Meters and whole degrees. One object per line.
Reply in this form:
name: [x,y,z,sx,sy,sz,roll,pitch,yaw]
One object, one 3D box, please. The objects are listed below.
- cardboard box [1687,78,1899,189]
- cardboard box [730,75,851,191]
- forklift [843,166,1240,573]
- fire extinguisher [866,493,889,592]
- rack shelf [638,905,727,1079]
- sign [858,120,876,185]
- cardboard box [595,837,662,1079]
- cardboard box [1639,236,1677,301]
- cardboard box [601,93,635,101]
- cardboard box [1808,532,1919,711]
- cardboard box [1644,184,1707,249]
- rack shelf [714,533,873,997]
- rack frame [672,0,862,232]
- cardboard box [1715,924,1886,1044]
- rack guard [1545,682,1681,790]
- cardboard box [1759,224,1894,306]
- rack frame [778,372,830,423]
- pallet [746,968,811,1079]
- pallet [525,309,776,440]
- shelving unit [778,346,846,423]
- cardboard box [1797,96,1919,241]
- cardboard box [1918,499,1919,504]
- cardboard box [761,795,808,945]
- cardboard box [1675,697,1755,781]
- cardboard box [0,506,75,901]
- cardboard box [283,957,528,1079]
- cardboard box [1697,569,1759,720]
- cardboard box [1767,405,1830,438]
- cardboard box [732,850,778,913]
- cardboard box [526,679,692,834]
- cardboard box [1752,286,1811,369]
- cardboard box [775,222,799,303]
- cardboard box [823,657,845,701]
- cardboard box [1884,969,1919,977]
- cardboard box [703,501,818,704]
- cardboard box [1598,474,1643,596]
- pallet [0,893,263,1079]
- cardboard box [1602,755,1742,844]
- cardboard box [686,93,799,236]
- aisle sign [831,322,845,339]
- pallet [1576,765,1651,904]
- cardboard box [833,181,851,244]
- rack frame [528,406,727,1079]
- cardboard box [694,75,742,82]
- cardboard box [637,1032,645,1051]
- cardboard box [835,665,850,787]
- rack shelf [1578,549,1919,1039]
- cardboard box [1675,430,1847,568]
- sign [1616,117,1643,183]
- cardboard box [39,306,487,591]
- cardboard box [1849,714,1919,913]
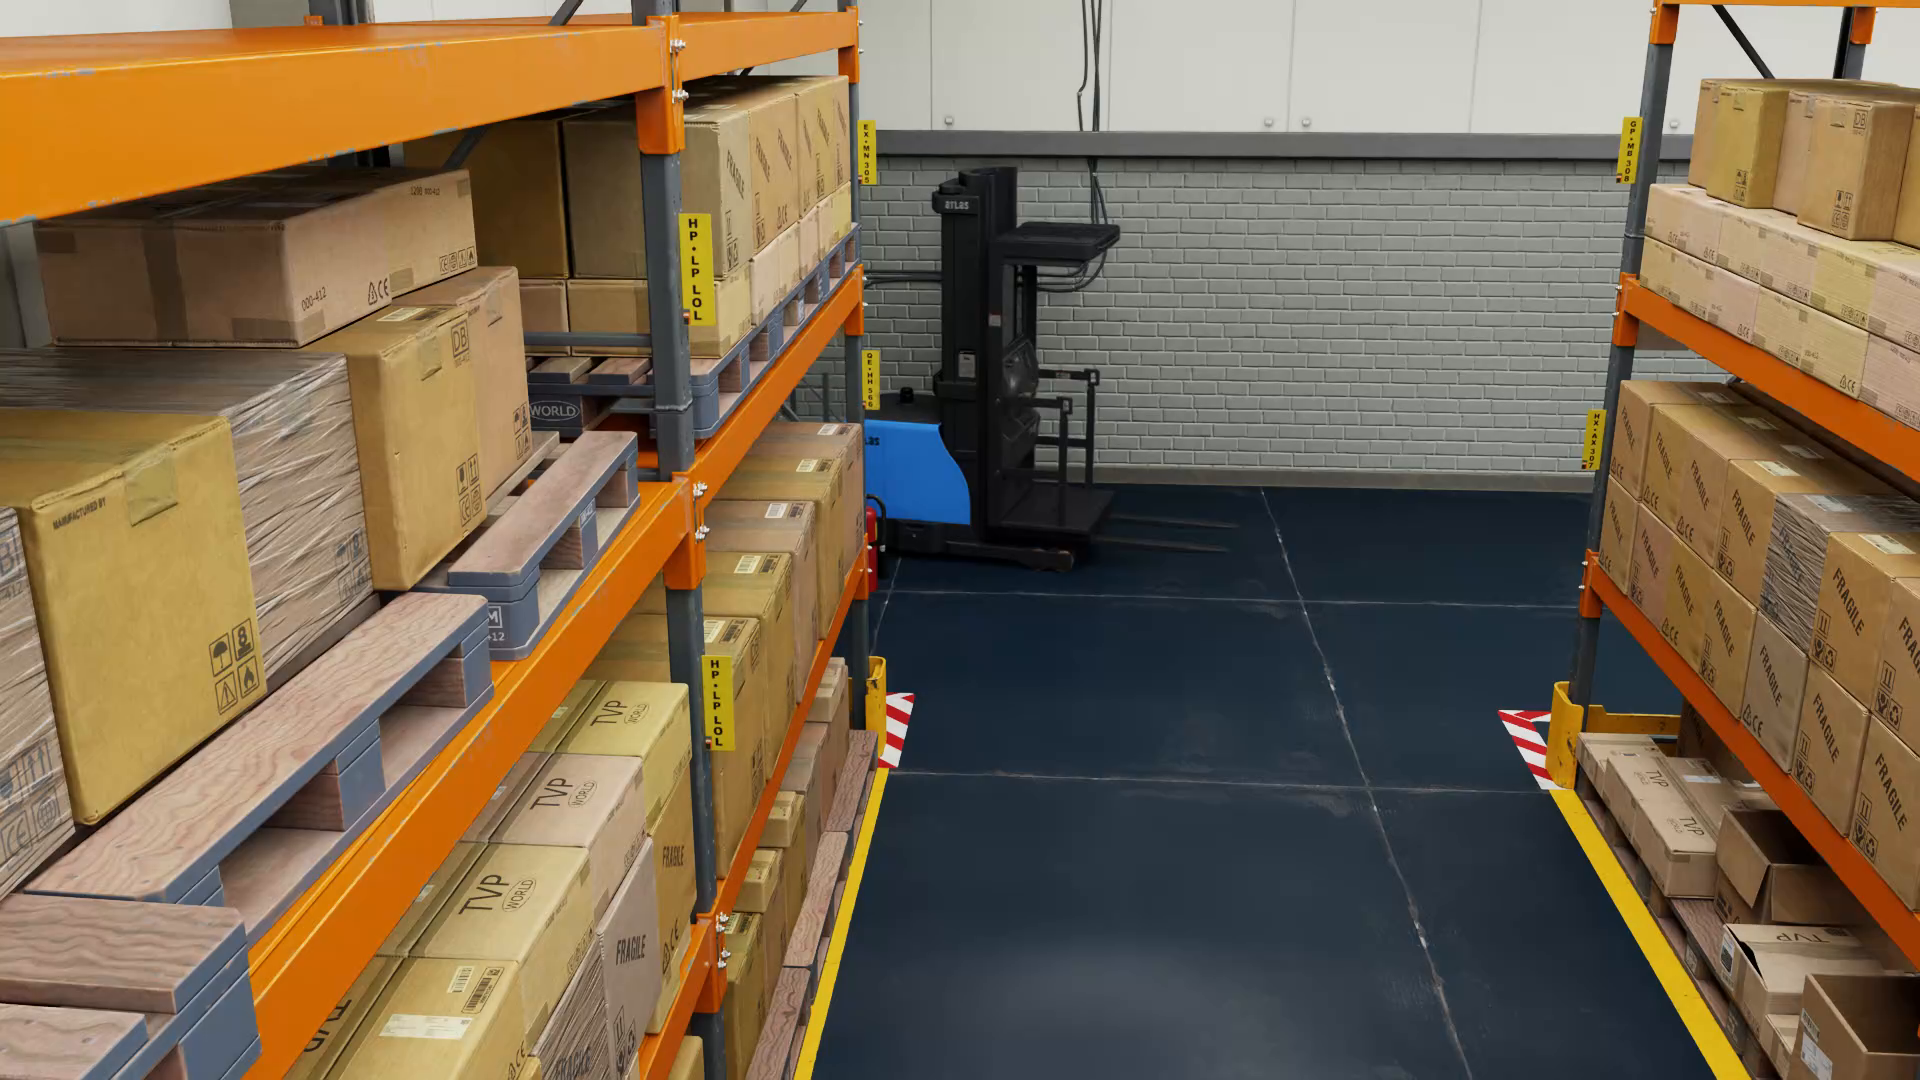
cardboard box: [3.894,-1.898,7.814,0.700,0.500,0.500,1,18,4]
cardboard box: [-0.807,-1.943,7.921,0.500,0.500,0.500,1,18,4]
forklift: [0.653,-1.327,12.767,3.031,2.935,1.130,5,19,15]
fire extinguisher: [-0.555,-0.042,9.456,0.296,0.674,0.183,1,18,4]
rack shelf: [-1.456,1.986,3.699,1.077,0.370,4.000,1,18,4]
sign: [-0.486,-2.011,8.632,0.100,0.325,0.005,1,18,4]
cardboard box: [-1.121,1.132,4.479,0.500,0.500,0.500,1,18,4]
cardboard box: [3.624,-1.310,8.027,0.500,0.250,0.500,1,18,4]
cardboard box: [-1.444,-1.480,6.507,0.500,0.500,0.500,1,18,2]
cardboard box: [3.440,0.288,5.961,0.500,0.500,0.500,1,18,3]
cardboard box: [3.618,-1.548,7.950,0.500,0.250,0.500,1,18,4]
rack shelf: [-1.170,0.744,7.491,1.077,0.370,4.000,1,18,4]
rack frame: [-1.026,-3.070,8.340,1.000,3.000,0.127,1,18,4]
cardboard box: [3.440,1.785,6.770,0.500,0.311,0.500,1,18,4]
rack guard: [3.909,1.102,9.258,1.175,0.500,0.348,1,18,4]
cardboard box: [3.506,-1.082,6.528,0.500,0.250,0.500,1,18,4]
rack frame: [-1.233,-0.544,12.674,0.500,1.500,0.032,2,18,5]
pallet: [-1.181,2.114,6.633,1.003,0.211,1.213,1,18,4]
pallet: [-1.244,-0.614,5.805,1.003,0.211,1.213,1,18,4]
shelving unit: [-1.184,-0.701,13.155,0.538,1.500,1.048,2,18,5]
cardboard box: [3.716,-1.434,6.397,0.700,0.500,0.500,1,18,4]
cardboard box: [4.016,0.150,6.382,0.500,0.500,0.500,1,18,2]
cardboard box: [-1.079,1.466,7.471,0.700,0.500,0.500,2,18,5]
cardboard box: [4.122,1.043,8.729,0.500,0.500,0.500,1,18,4]
cardboard box: [-1.637,0.266,2.110,0.700,0.500,0.500,0,18,1]
cardboard box: [-1.210,1.095,3.391,0.500,0.250,0.500,1,18,3]
cardboard box: [3.512,0.446,7.084,0.500,0.500,0.500,2,18,5]
cardboard box: [4.122,-0.331,7.850,0.500,0.500,0.500,2,18,5]
cardboard box: [-0.951,1.371,6.720,0.380,0.149,0.250,2,18,6]
cardboard box: [-1.091,0.619,4.841,0.500,0.250,0.500,2,18,5]
cardboard box: [3.512,-0.844,6.606,0.500,0.250,0.500,1,18,4]
cardboard box: [-0.920,-1.104,6.564,0.500,0.250,0.500,1,18,2]
cardboard box: [-0.804,0.725,8.693,0.380,0.149,0.250,1,18,3]
cardboard box: [3.926,1.876,6.726,0.380,0.166,0.250,1,18,4]
cardboard box: [-1.158,0.260,7.331,0.980,0.700,0.700,0,18,1]
cardboard box: [3.620,-0.025,8.522,0.500,0.500,0.500,2,18,5]
pallet: [-1.607,0.729,1.868,1.213,0.211,1.003,2,18,6]
cardboard box: [3.557,1.306,8.330,0.500,0.250,0.500,1,18,4]
cardboard box: [-0.922,-1.463,6.455,0.500,0.500,0.500,1,18,4]
aisle sign: [-0.722,-1.470,8.917,0.394,0.787,0.004,1,18,4]
pallet: [3.853,1.487,8.547,1.003,0.211,1.213,1,18,4]
cardboard box: [-0.814,-1.587,8.038,0.500,0.250,0.500,2,18,6]
rack frame: [-1.313,1.023,5.483,1.000,3.000,0.127,1,18,4]
cardboard box: [-1.320,-1.955,7.958,0.500,0.500,0.500,1,18,2]
cardboard box: [-1.113,1.403,4.696,0.380,0.149,0.250,2,18,6]
cardboard box: [-0.977,0.989,8.928,0.700,0.500,0.500,1,18,4]
rack shelf: [3.771,0.853,7.157,1.077,0.370,4.000,1,18,4]
cardboard box: [3.549,-0.183,7.397,0.500,0.500,0.500,2,18,5]
sign: [3.374,-1.963,8.374,0.100,0.325,0.005,1,18,4]
cardboard box: [-1.461,-0.214,3.573,0.700,0.500,0.500,1,18,3]
cardboard box: [3.408,0.924,5.625,0.500,0.500,0.500,2,18,5]
